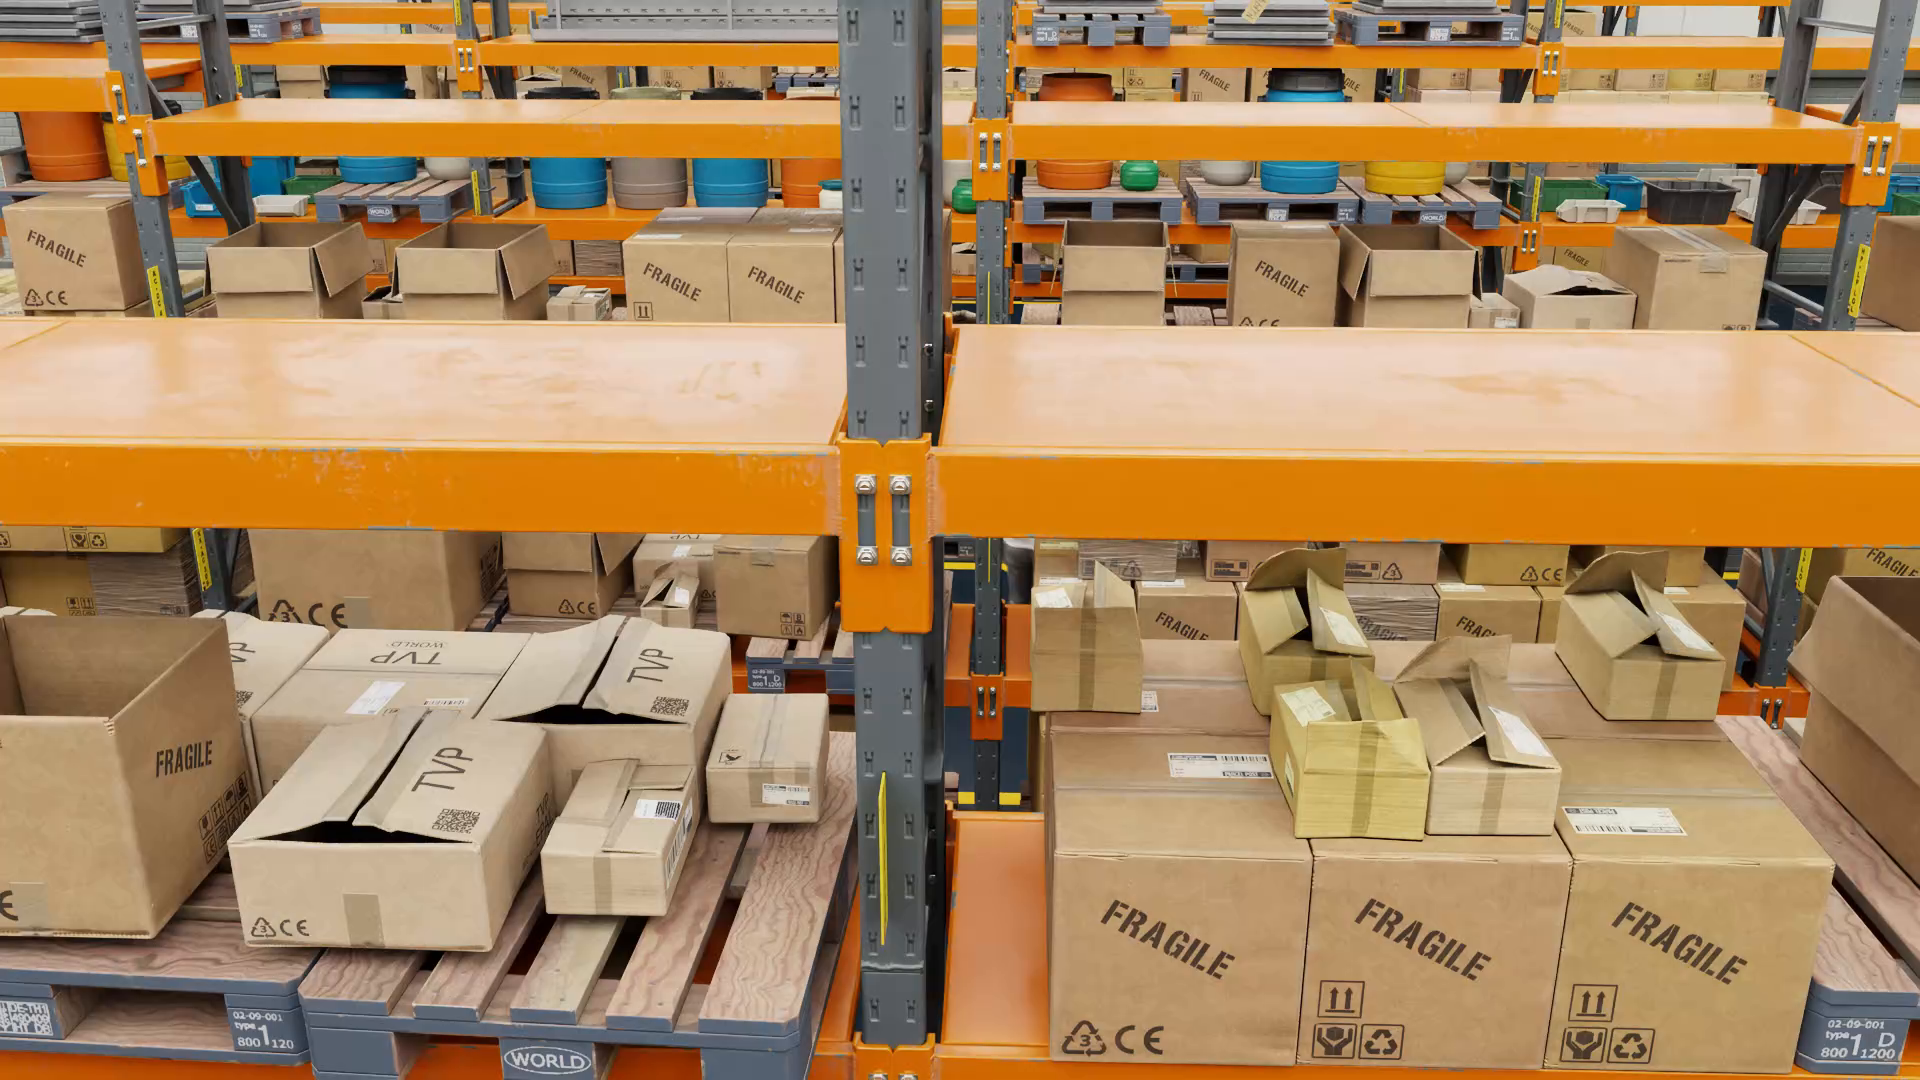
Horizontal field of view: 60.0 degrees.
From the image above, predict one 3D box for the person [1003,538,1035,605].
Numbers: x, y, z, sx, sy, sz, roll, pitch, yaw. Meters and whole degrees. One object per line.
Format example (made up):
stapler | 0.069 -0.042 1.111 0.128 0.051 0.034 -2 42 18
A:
person | 0.571 0.028 11.555 0.581 1.777 0.452 4 21 9
